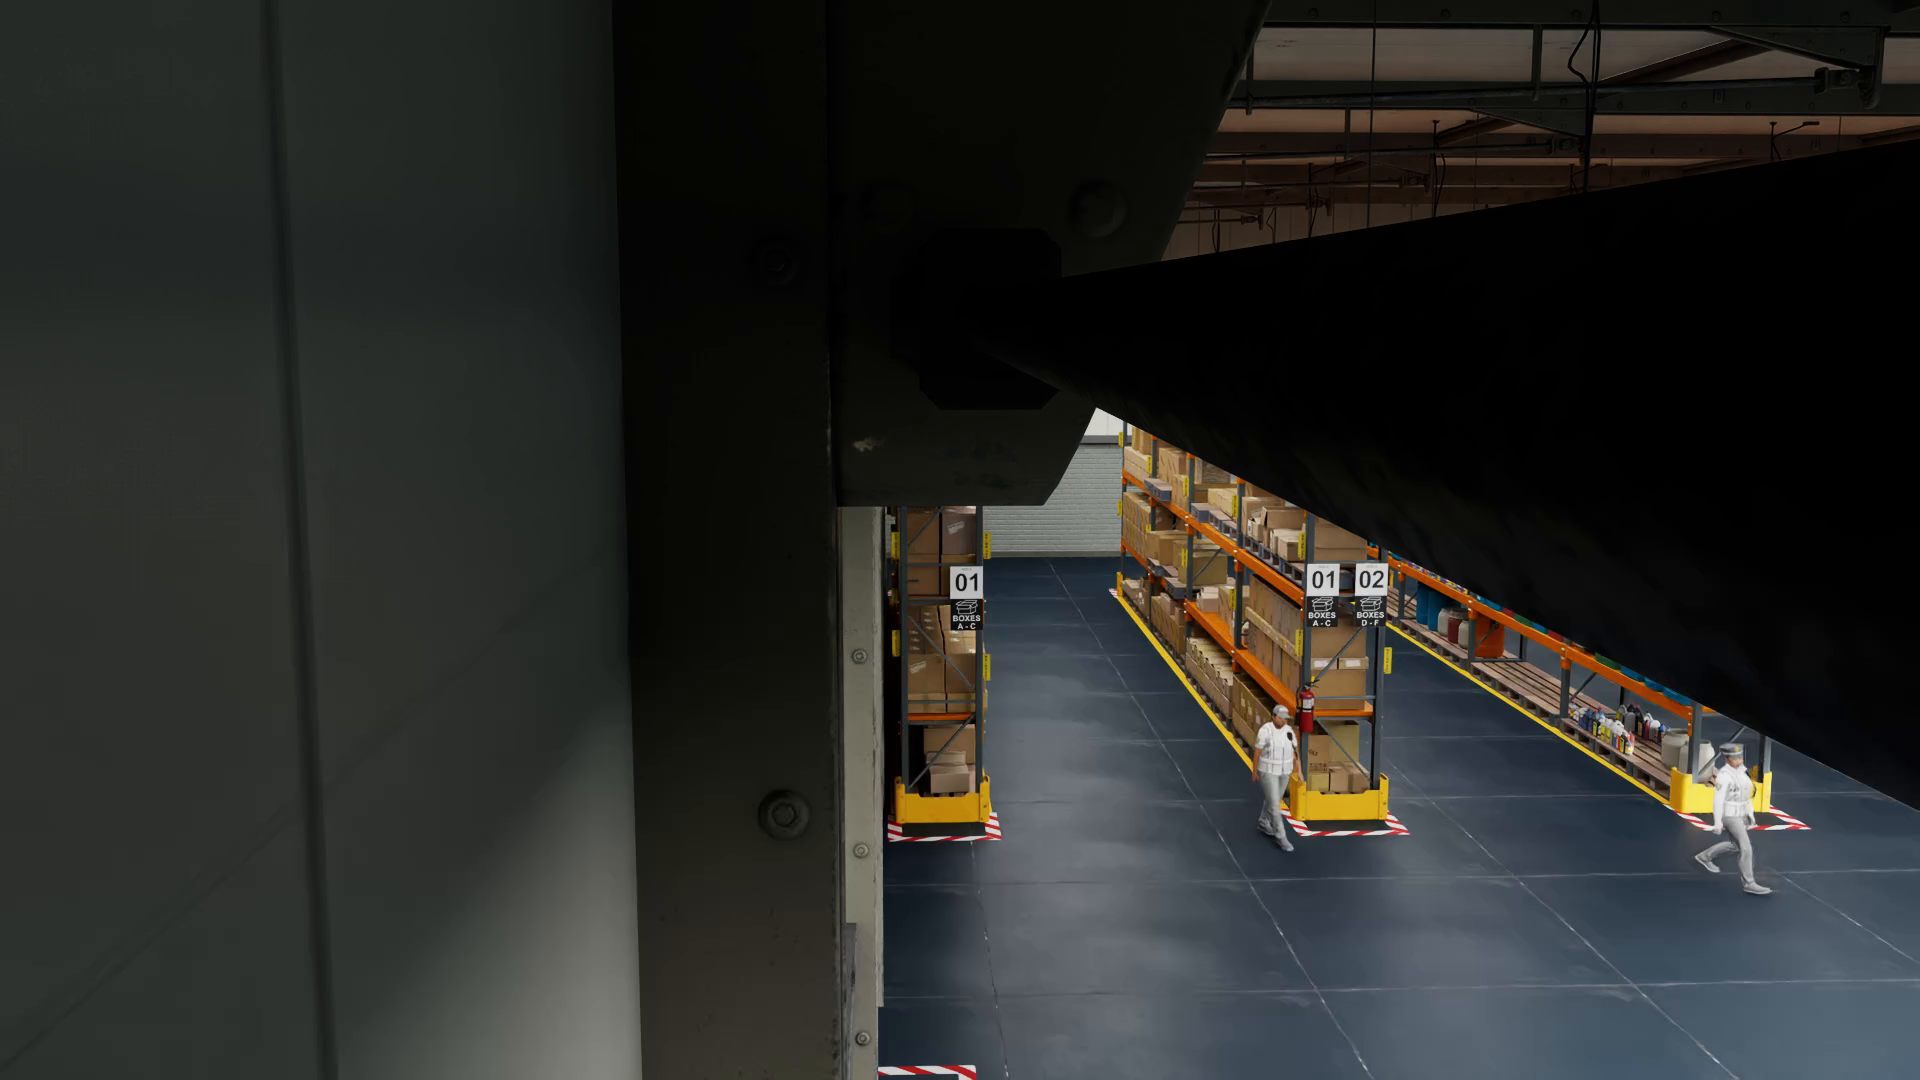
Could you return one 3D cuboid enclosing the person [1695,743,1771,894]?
[{"bbox_3d":[8.433,2.993,18.096,0.486,1.624,0.860,-7,11,-42],"label":"person"}]

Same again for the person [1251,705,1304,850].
[{"bbox_3d":[3.777,2.764,19.693,0.528,1.648,0.778,-3,9,-23],"label":"person"}]
